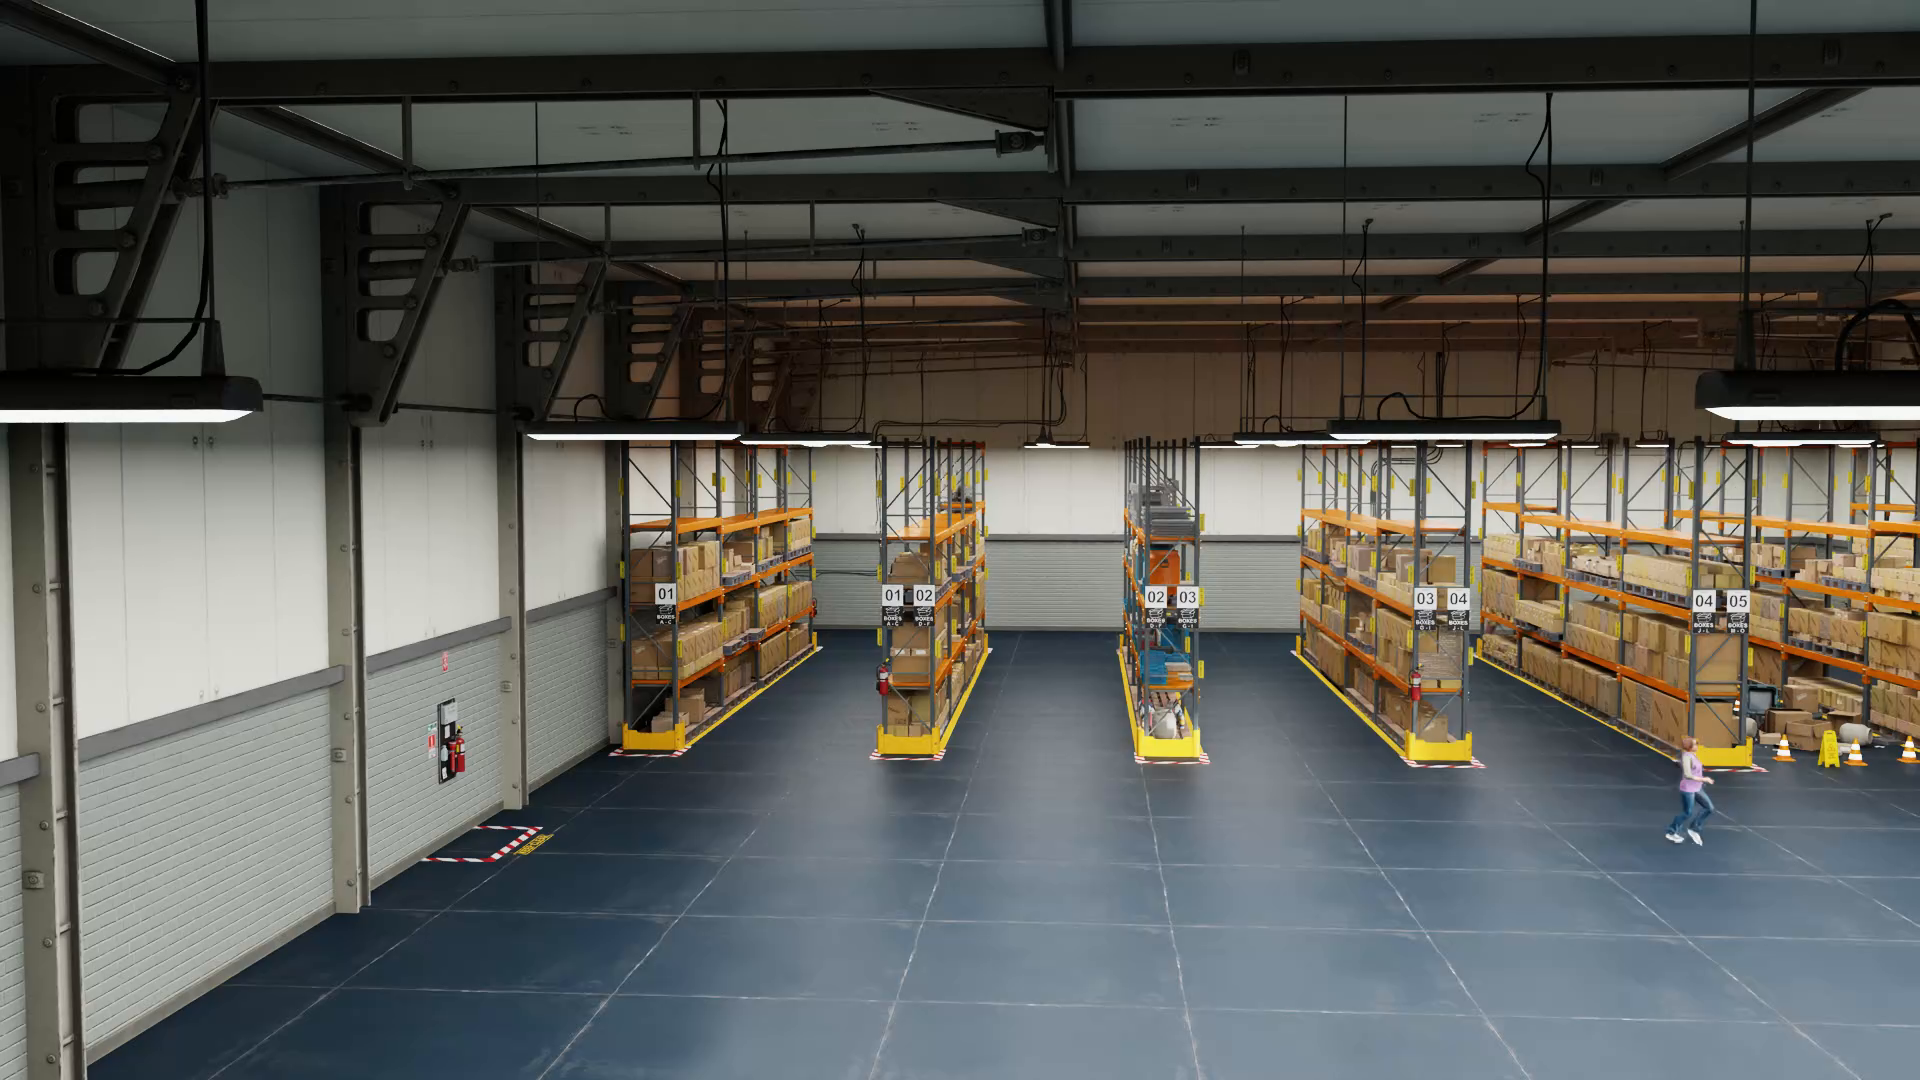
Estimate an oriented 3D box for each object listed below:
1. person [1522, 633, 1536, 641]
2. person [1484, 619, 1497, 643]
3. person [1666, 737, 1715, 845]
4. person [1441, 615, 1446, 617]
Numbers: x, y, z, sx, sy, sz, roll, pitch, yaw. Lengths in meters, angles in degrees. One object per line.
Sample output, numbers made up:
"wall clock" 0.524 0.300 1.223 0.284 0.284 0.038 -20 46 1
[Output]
"person" 16.252 2.320 47.584 0.626 1.741 0.665 0 3 5
"person" 15.227 2.386 47.599 0.600 1.569 0.737 1 3 11
"person" 10.636 3.642 24.191 0.661 1.585 0.548 2 4 39
"person" 13.229 2.465 46.415 0.601 1.539 0.535 2 4 36
